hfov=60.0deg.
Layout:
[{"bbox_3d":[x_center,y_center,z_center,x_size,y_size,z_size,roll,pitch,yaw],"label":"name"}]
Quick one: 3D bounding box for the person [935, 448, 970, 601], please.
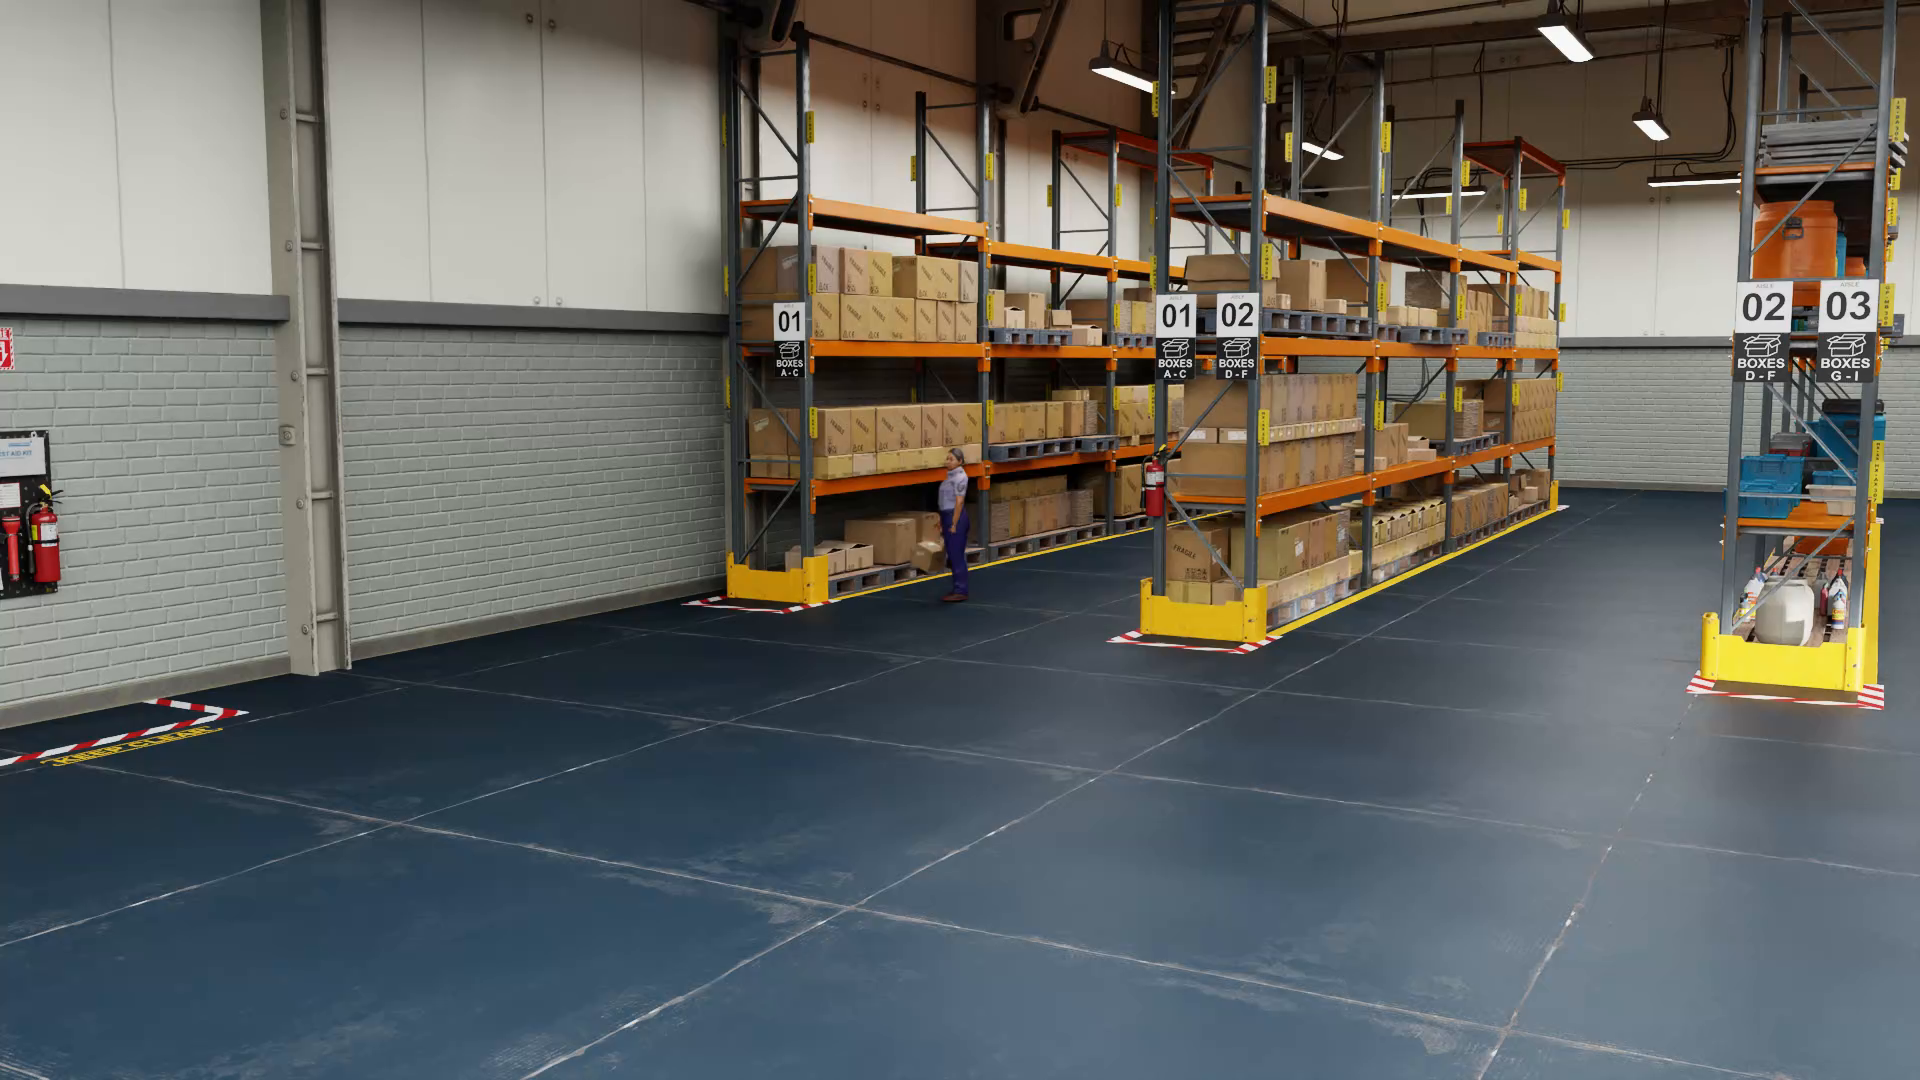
[{"bbox_3d":[-0.078,-0.172,17.938,0.369,1.656,0.613,-1,6,-7],"label":"person"}]
